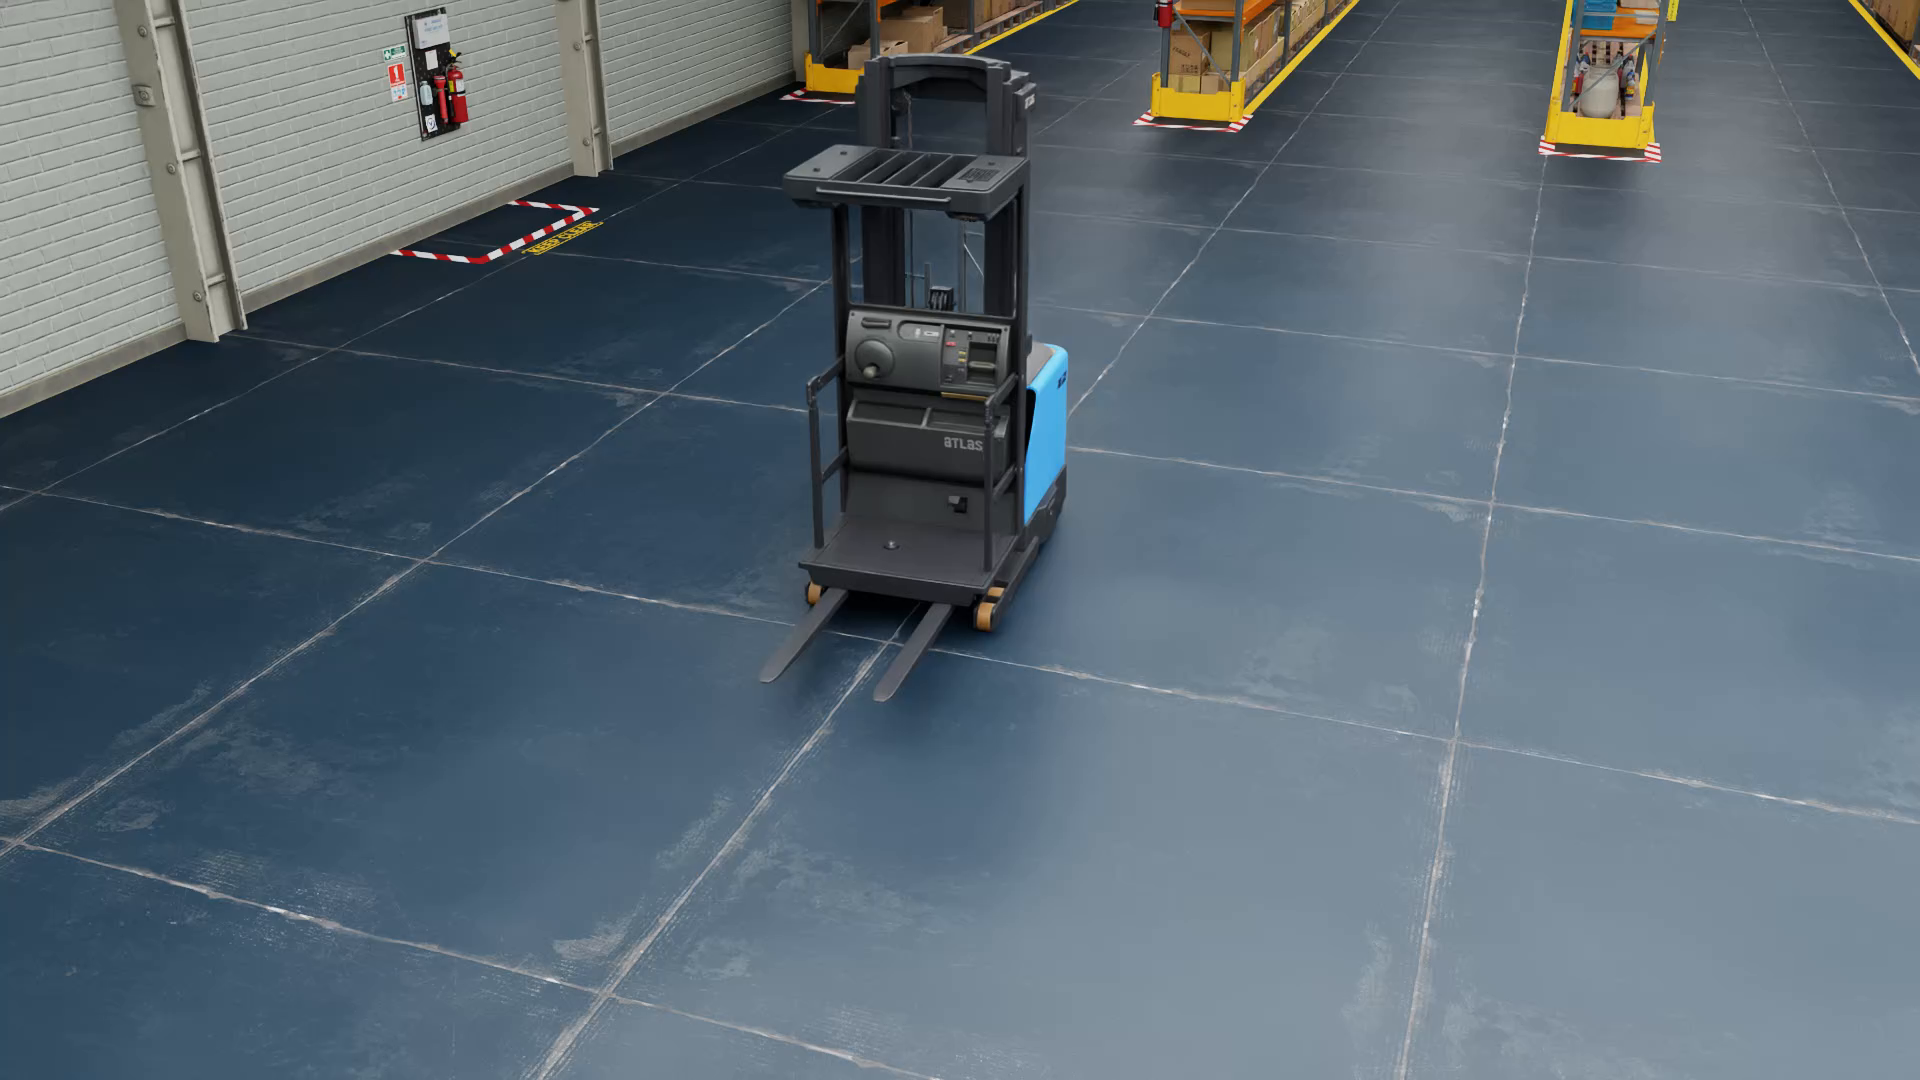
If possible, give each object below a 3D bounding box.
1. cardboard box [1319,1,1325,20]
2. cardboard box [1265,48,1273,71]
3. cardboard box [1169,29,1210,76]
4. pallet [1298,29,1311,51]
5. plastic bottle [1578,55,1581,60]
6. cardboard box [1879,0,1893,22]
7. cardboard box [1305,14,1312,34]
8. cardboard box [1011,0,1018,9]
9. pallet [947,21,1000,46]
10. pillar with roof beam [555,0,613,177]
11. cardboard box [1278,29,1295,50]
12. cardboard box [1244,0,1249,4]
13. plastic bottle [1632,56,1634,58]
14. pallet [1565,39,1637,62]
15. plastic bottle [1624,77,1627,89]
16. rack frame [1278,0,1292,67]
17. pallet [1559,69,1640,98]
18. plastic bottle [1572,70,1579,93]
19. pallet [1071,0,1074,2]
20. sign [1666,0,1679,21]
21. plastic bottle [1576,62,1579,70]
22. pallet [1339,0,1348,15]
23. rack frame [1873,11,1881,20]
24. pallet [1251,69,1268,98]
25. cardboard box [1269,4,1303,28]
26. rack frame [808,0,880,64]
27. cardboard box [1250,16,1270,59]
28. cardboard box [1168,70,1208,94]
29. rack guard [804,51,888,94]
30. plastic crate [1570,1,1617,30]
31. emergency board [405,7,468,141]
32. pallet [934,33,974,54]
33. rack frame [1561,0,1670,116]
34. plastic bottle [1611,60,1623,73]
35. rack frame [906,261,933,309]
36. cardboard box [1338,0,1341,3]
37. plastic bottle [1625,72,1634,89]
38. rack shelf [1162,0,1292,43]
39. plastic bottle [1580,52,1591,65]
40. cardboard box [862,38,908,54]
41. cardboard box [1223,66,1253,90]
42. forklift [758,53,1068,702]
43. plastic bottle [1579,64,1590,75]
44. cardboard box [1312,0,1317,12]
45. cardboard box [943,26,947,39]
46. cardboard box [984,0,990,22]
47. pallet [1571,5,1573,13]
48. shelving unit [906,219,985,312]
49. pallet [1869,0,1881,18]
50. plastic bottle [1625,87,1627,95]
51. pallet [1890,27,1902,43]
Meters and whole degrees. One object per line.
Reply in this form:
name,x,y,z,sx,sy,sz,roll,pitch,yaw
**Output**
cardboard box,5.799,-8.855,27.771,0.500,0.250,0.500,9,27,19
cardboard box,4.137,-6.829,23.586,0.500,0.250,0.500,9,27,17
cardboard box,2.980,-6.420,21.881,0.500,0.500,0.500,9,27,17
pallet,5.026,-8.068,26.671,1.003,0.211,1.213,9,27,17
plastic bottle,8.482,-6.560,22.977,0.152,0.276,0.135,10,27,19
cardboard box,15.925,-8.961,27.271,1.225,0.875,0.875,8,27,16
cardboard box,5.292,-8.225,26.469,0.500,0.250,0.500,9,27,18
cardboard box,0.600,-9.447,28.683,0.700,0.500,0.500,9,27,17
pallet,-0.002,-8.294,27.137,1.003,0.211,1.213,9,27,17
pillar with roof beam,-0.110,-7.608,15.637,9.100,9.000,0.400,9,27,17
cardboard box,4.781,-7.593,25.163,0.500,0.250,0.500,8,27,16
cardboard box,3.420,-7.319,21.810,0.700,0.500,0.500,9,27,19
plastic bottle,9.234,-6.522,22.890,0.061,0.283,0.133,10,28,20
pallet,9.712,-7.368,25.226,1.003,0.211,1.213,9,27,17
plastic bottle,8.898,-6.094,22.100,0.097,0.201,0.097,0,26,0
rack frame,4.413,-8.512,24.388,1.000,3.000,0.127,9,27,17
pallet,8.820,-6.267,22.951,1.003,0.211,1.213,9,27,17
plastic bottle,8.059,-6.038,21.899,0.152,0.276,0.135,9,27,18
pallet,1.813,-10.430,31.549,1.003,0.211,1.213,9,27,17
sign,8.269,-6.191,19.277,0.100,0.325,0.005,9,27,17
plastic bottle,8.219,-6.274,22.300,0.144,0.351,0.185,9,27,17
pallet,6.436,-9.701,30.045,1.003,0.211,1.213,9,27,17
rack frame,16.416,-10.361,28.207,1.000,3.000,0.127,9,27,17
pallet,3.705,-6.433,23.294,1.003,0.211,1.213,9,27,17
cardboard box,4.957,-8.054,25.472,0.500,0.311,0.500,8,27,17
rack frame,-1.591,-7.585,22.473,1.000,3.000,0.127,9,27,17
cardboard box,3.972,-6.961,22.998,0.500,0.500,0.500,9,27,17
cardboard box,2.982,-6.083,22.044,0.500,0.250,0.500,9,27,17
rack guard,-1.565,-6.491,23.082,1.175,0.500,0.348,9,27,17
plastic crate,7.636,-6.330,20.053,0.499,0.251,0.616,9,27,17
emergency board,-5.028,-4.522,16.148,0.194,1.169,0.643,9,27,17
pallet,-0.450,-7.692,25.895,1.003,0.211,1.213,9,27,17
rack frame,7.752,-6.148,19.506,1.000,3.000,0.127,9,27,17
plastic bottle,8.929,-6.390,22.626,0.152,0.276,0.135,9,27,17
rack frame,-0.381,-1.120,10.842,0.500,1.500,0.032,17,31,31
cardboard box,6.506,-9.795,29.402,0.500,0.500,0.500,8,27,17
plastic bottle,8.796,-6.000,21.826,0.097,0.271,0.097,0,26,0
rack shelf,3.748,-7.366,22.847,1.077,0.370,4.000,9,27,17
plastic bottle,8.559,-6.505,22.778,0.144,0.351,0.185,9,27,17
cardboard box,-1.086,-7.078,24.007,0.500,0.311,0.500,11,28,22
cardboard box,3.633,-6.213,22.314,0.500,0.250,0.500,9,27,17
forklift,-0.241,-1.003,8.959,1.130,2.935,3.031,8,27,15
plastic bottle,8.367,-6.229,22.294,0.152,0.276,0.135,9,27,17
cardboard box,5.465,-8.687,26.779,0.500,0.311,0.500,9,27,17
cardboard box,-0.409,-7.927,25.927,0.380,0.166,0.250,5,26,11
cardboard box,0.094,-8.826,27.400,0.700,0.500,0.500,8,27,16
pallet,11.045,-9.010,28.617,1.003,0.211,1.213,9,27,17
shelving unit,-0.084,-1.305,11.224,0.587,1.500,1.083,17,31,31
pallet,16.743,-9.407,29.437,1.003,0.211,1.213,9,27,17
plastic bottle,8.684,-5.829,21.553,0.097,0.201,0.097,0,26,0
pallet,15.826,-8.275,27.099,1.003,0.211,1.213,9,27,17
